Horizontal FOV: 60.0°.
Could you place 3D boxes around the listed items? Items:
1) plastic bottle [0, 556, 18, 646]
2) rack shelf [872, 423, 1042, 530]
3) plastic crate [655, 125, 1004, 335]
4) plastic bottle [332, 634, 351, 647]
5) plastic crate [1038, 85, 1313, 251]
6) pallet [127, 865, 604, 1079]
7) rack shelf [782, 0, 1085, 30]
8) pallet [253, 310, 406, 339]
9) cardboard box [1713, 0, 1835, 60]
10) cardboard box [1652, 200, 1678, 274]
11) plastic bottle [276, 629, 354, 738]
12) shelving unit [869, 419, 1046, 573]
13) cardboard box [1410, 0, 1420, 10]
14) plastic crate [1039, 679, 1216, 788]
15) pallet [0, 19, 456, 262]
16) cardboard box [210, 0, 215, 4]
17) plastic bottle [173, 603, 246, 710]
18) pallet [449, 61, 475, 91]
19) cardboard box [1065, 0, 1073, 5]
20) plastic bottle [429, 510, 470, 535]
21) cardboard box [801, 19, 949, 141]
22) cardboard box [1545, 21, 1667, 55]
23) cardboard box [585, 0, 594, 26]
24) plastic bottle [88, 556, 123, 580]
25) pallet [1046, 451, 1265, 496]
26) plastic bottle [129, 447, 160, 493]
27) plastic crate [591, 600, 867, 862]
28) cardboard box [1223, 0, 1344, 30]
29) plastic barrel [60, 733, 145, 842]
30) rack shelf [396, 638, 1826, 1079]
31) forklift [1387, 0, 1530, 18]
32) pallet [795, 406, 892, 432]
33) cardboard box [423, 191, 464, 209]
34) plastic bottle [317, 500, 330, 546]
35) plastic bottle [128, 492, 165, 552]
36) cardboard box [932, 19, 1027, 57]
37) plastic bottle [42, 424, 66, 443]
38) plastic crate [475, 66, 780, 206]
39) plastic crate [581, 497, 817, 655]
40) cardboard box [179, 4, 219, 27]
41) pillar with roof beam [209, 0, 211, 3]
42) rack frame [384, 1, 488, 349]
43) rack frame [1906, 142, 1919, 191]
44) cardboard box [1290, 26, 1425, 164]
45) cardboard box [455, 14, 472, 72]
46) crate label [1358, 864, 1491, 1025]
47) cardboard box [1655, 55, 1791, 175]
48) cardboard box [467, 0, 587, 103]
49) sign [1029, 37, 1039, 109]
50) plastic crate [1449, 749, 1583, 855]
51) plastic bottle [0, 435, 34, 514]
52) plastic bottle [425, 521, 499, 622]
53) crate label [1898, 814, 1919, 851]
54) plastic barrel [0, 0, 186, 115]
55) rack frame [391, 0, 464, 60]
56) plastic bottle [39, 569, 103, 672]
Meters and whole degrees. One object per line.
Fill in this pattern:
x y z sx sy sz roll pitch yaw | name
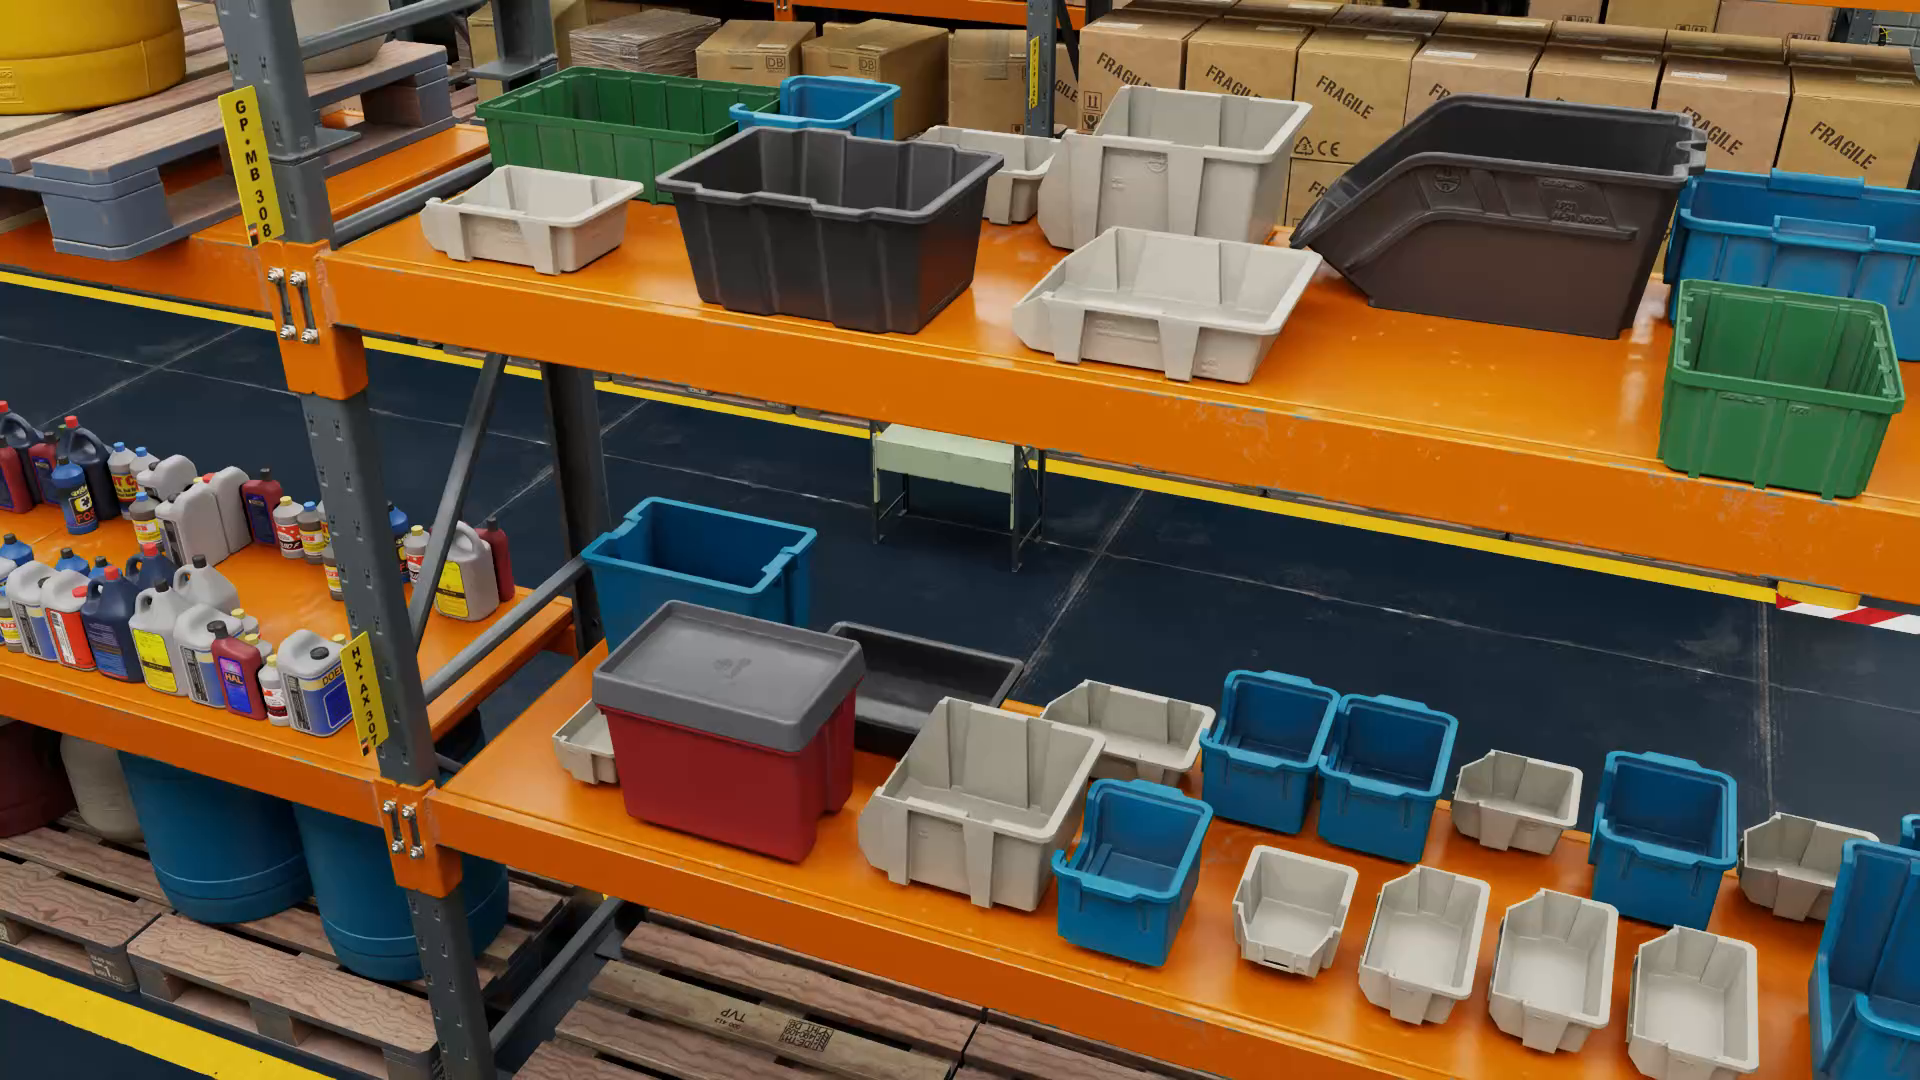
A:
-2.936 0.163 5.040 0.135 0.276 0.152 11 31 19 | plastic bottle
-0.006 -0.370 8.044 0.720 0.370 0.431 11 31 19 | rack shelf
-0.256 -0.631 3.403 0.590 0.269 0.497 11 31 19 | plastic crate
-1.761 0.364 4.760 0.097 0.201 0.097 0 29 0 | plastic bottle
0.465 -0.802 3.693 0.530 0.282 0.437 11 31 19 | plastic crate
-2.003 1.315 5.709 1.213 0.211 1.003 11 31 19 | pallet
0.568 -4.311 13.560 4.000 0.370 1.077 11 31 19 | rack shelf
-3.893 -1.691 11.027 1.213 0.211 1.003 11 31 19 | pallet
5.651 -3.735 11.504 0.700 0.700 0.980 13 32 21 | cardboard box
3.269 -1.351 7.491 0.500 0.500 0.500 12 31 20 | cardboard box
-1.790 0.391 4.635 0.135 0.276 0.152 11 31 19 | plastic bottle
-0.006 -0.654 7.883 0.755 1.500 0.431 11 31 19 | shelving unit
3.592 -4.139 12.220 0.700 0.700 0.980 10 31 18 | cardboard box
0.423 0.537 4.459 0.466 0.136 0.293 11 31 19 | plastic crate
-2.067 -1.061 4.222 1.003 0.211 1.213 11 31 19 | pallet
-6.902 -5.145 16.397 0.500 0.500 0.700 9 31 16 | cardboard box
-2.129 0.324 4.755 0.135 0.276 0.152 11 31 19 | plastic bottle
-4.270 -4.377 15.779 1.213 0.211 1.003 11 31 19 | pallet
0.841 -4.342 13.119 0.250 0.149 0.380 10 31 18 | cardboard box
-1.607 0.027 5.273 0.133 0.283 0.061 11 31 19 | plastic bottle
-0.454 -2.509 9.112 0.500 0.500 0.700 17 33 27 | cardboard box
3.008 -2.124 7.842 0.500 0.500 0.500 12 32 20 | cardboard box
-3.411 -4.861 15.133 0.500 0.250 0.500 10 31 18 | cardboard box
-2.567 0.172 5.028 0.097 0.271 0.097 0 29 0 | plastic bottle
1.198 -0.653 9.192 1.213 0.211 1.003 11 31 19 | pallet
-2.759 -0.188 5.666 0.097 0.271 0.097 0 29 0 | plastic bottle
-0.571 0.489 4.211 0.583 0.464 0.402 11 31 19 | plastic crate
1.604 -2.405 8.338 0.500 0.500 0.500 11 31 18 | cardboard box
-2.947 0.779 5.926 0.421 0.512 0.421 0 29 0 | plastic barrel
0.550 0.946 4.259 4.000 0.370 1.077 11 31 19 | rack shelf
2.565 -2.773 10.177 3.031 2.935 1.130 20 35 31 | forklift
-0.206 -0.914 9.653 1.213 0.211 1.003 11 31 19 | pallet
-3.519 -2.196 10.884 0.500 0.311 0.500 12 32 21 | cardboard box
-2.026 -0.042 5.407 0.097 0.271 0.097 0 29 0 | plastic bottle
-2.692 -0.064 5.516 0.097 0.201 0.097 0 29 0 | plastic bottle
0.156 -3.880 13.825 0.750 0.750 0.750 11 31 19 | cardboard box
-3.121 -0.276 5.808 0.133 0.283 0.061 11 31 19 | plastic bottle
-0.797 -1.010 4.155 0.662 0.188 0.450 11 31 19 | plastic crate
-0.743 0.175 4.848 0.575 0.384 0.392 11 31 19 | plastic crate
-4.705 -3.081 10.552 0.500 0.500 0.500 10 31 16 | cardboard box
-9.343 -7.388 12.176 0.400 9.000 9.100 11 31 19 | pillar with roof beam
-3.144 -2.735 10.040 0.127 3.000 1.000 11 31 19 | rack frame
4.269 -1.255 7.422 0.127 3.000 1.000 11 31 19 | rack frame
1.847 -2.068 7.742 0.500 0.500 0.500 10 31 18 | cardboard box
-4.304 -4.709 15.626 0.500 0.500 0.700 12 32 21 | cardboard box
1.049 0.923 3.776 0.243 0.136 0.396 11 31 19 | crate label
3.284 -1.784 7.240 0.500 0.500 0.500 12 32 20 | cardboard box
-2.518 -2.896 9.797 0.500 0.500 0.700 1 30 2 | cardboard box
0.357 -2.245 7.997 0.005 0.325 0.100 11 31 19 | sign
1.403 0.673 4.217 0.298 0.136 0.250 11 31 19 | plastic crate
-3.299 -0.235 5.735 0.133 0.283 0.061 11 31 19 | plastic bottle
-1.545 0.064 5.138 0.185 0.351 0.144 11 31 19 | plastic bottle
2.298 0.854 3.800 0.303 0.233 0.416 11 31 19 | crate label
-2.226 -1.384 3.984 0.600 0.588 0.600 0 29 0 | plastic barrel
-4.992 -5.734 15.347 0.127 3.000 1.000 11 31 19 | rack frame
-2.596 0.231 4.920 0.135 0.276 0.152 11 31 19 | plastic bottle
